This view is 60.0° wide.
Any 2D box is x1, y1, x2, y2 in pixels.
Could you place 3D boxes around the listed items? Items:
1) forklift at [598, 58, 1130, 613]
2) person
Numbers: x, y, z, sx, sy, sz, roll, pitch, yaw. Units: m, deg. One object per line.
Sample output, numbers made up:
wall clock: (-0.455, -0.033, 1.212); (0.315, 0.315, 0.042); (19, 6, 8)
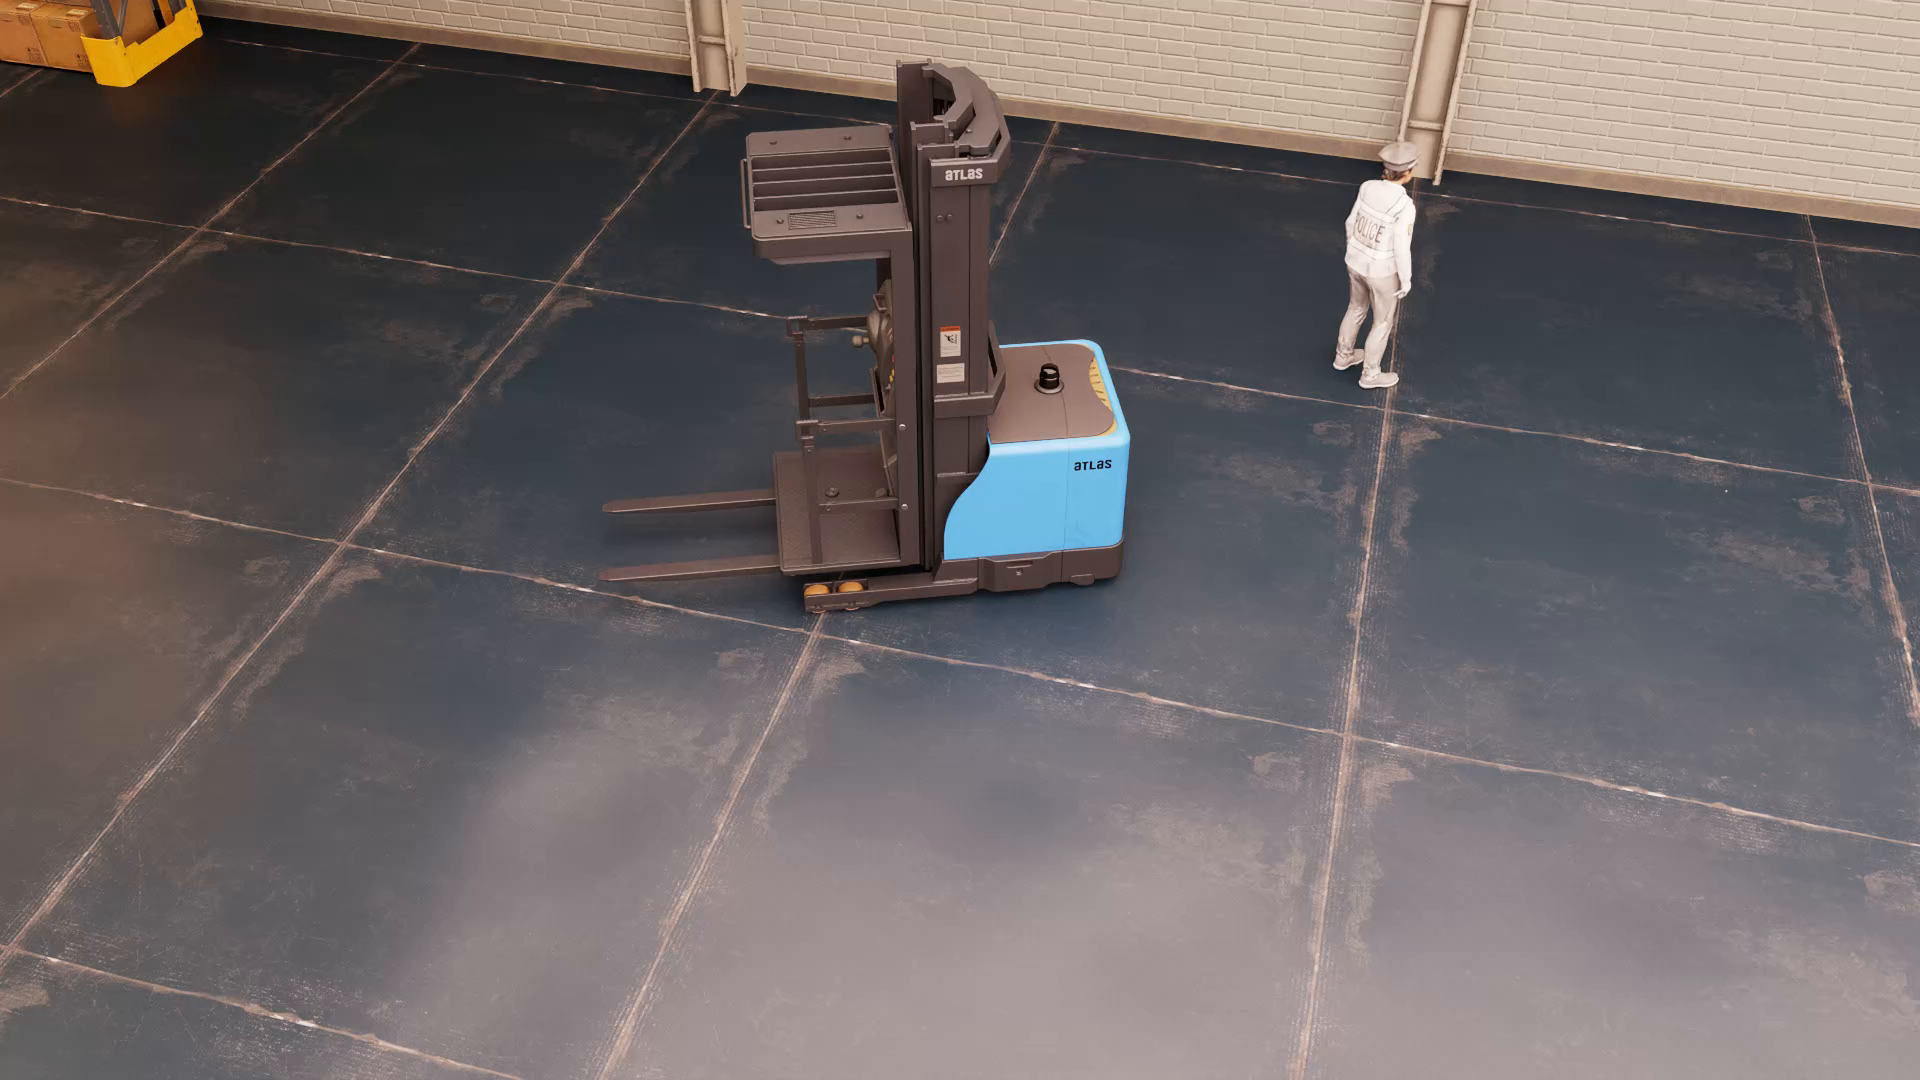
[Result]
forklift: (-0.604, -1.052, 9.062); (3.031, 2.935, 1.130); (-5, 41, -5)
person: (2.720, -1.785, 10.861); (0.375, 1.664, 0.540); (-23, 46, -24)
